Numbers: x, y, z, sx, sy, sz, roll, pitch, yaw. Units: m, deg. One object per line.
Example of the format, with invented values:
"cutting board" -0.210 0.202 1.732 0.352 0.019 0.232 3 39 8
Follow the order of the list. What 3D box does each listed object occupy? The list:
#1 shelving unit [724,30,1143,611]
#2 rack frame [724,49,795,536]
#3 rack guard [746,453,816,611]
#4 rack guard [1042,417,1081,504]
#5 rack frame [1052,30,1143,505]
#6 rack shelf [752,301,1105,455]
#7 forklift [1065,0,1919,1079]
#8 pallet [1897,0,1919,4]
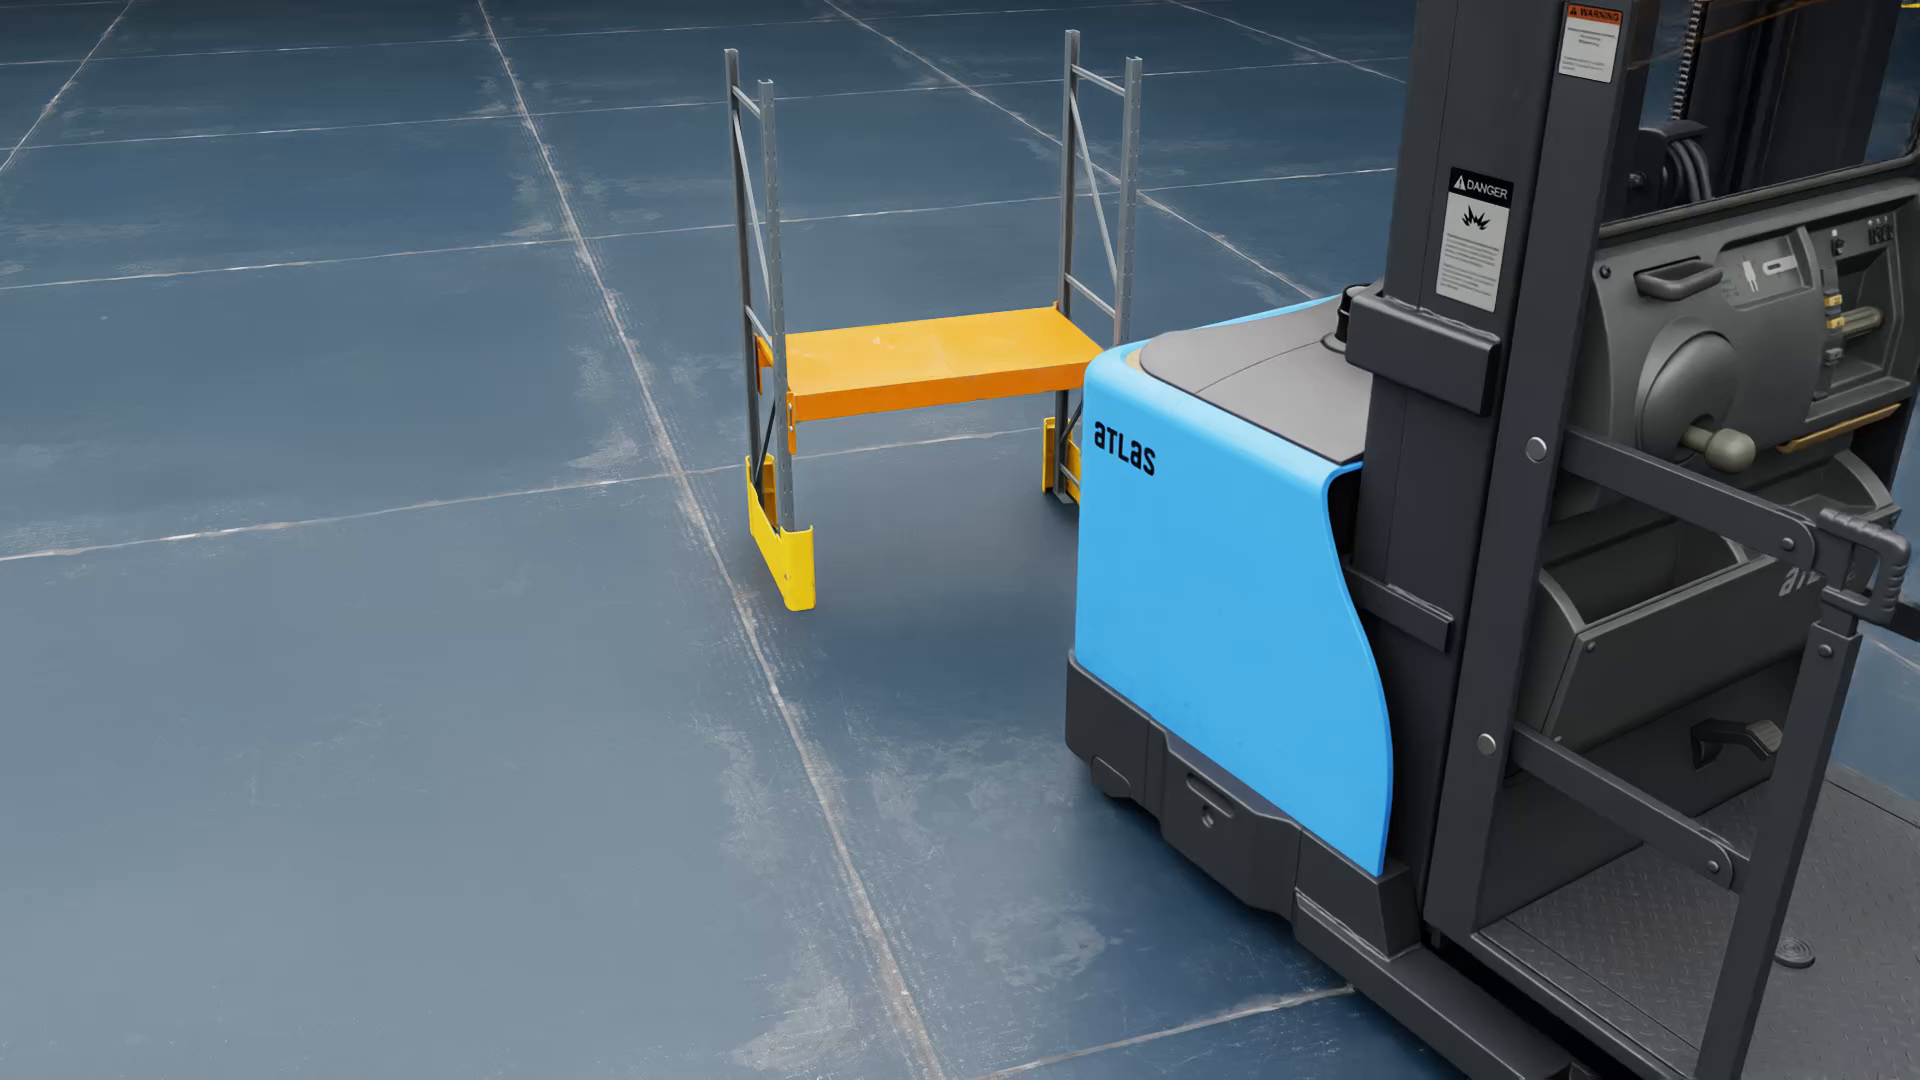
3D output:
"shelving unit" -0.072 -0.661 4.895 1.083 1.500 0.587 -8 28 -16
"rack frame" -0.564 -0.590 4.752 0.032 1.500 0.500 -8 28 -16
"rack guard" -0.546 -0.033 5.035 0.087 0.250 0.587 -8 28 -16
"rack guard" 0.401 -0.170 5.311 0.087 0.250 0.587 -8 28 -16
"rack frame" 0.402 -0.730 5.034 0.032 1.500 0.500 -8 28 -16
"rack shelf" -0.081 -0.499 4.973 1.000 0.185 0.538 -8 28 -16
"forklift" 1.484 -0.334 2.626 1.130 2.935 3.031 -16 31 -29
"pallet" 8.224 -5.119 15.323 1.213 0.211 1.003 -8 28 -16
